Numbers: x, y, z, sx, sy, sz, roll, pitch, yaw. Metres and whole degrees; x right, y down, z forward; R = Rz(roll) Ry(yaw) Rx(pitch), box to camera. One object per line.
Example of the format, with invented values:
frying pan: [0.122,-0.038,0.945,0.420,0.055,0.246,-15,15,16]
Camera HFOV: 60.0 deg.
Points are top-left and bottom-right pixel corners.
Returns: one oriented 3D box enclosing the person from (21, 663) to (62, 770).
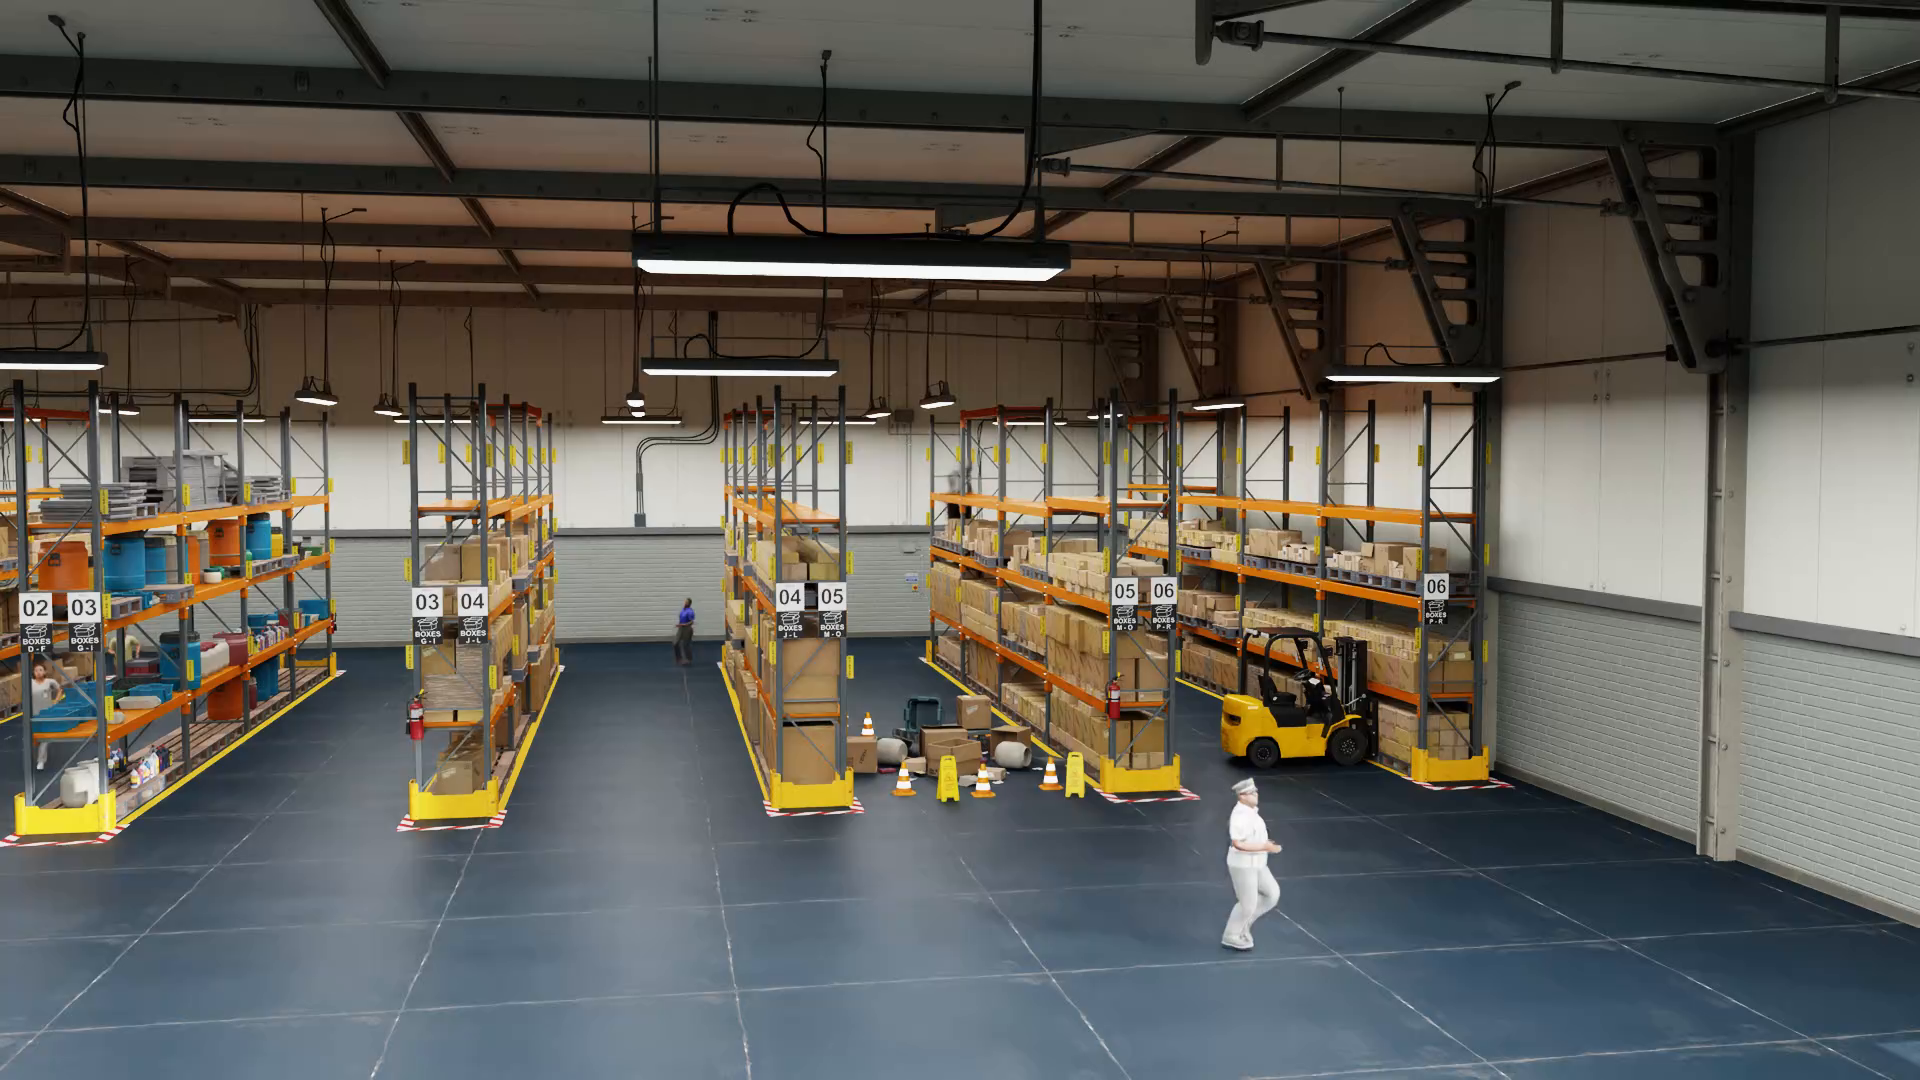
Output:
person: [-14.765,2.807,26.725,0.568,1.663,0.935,-1,3,-21]

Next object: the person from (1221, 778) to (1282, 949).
person: [2.976,3.279,16.803,0.645,1.749,0.640,1,3,27]

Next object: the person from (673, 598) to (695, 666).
person: [-6.544,2.196,39.631,0.609,1.666,0.636,2,4,36]

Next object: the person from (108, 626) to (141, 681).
person: [-16.673,2.486,33.149,0.549,1.663,0.663,-1,3,-15]
